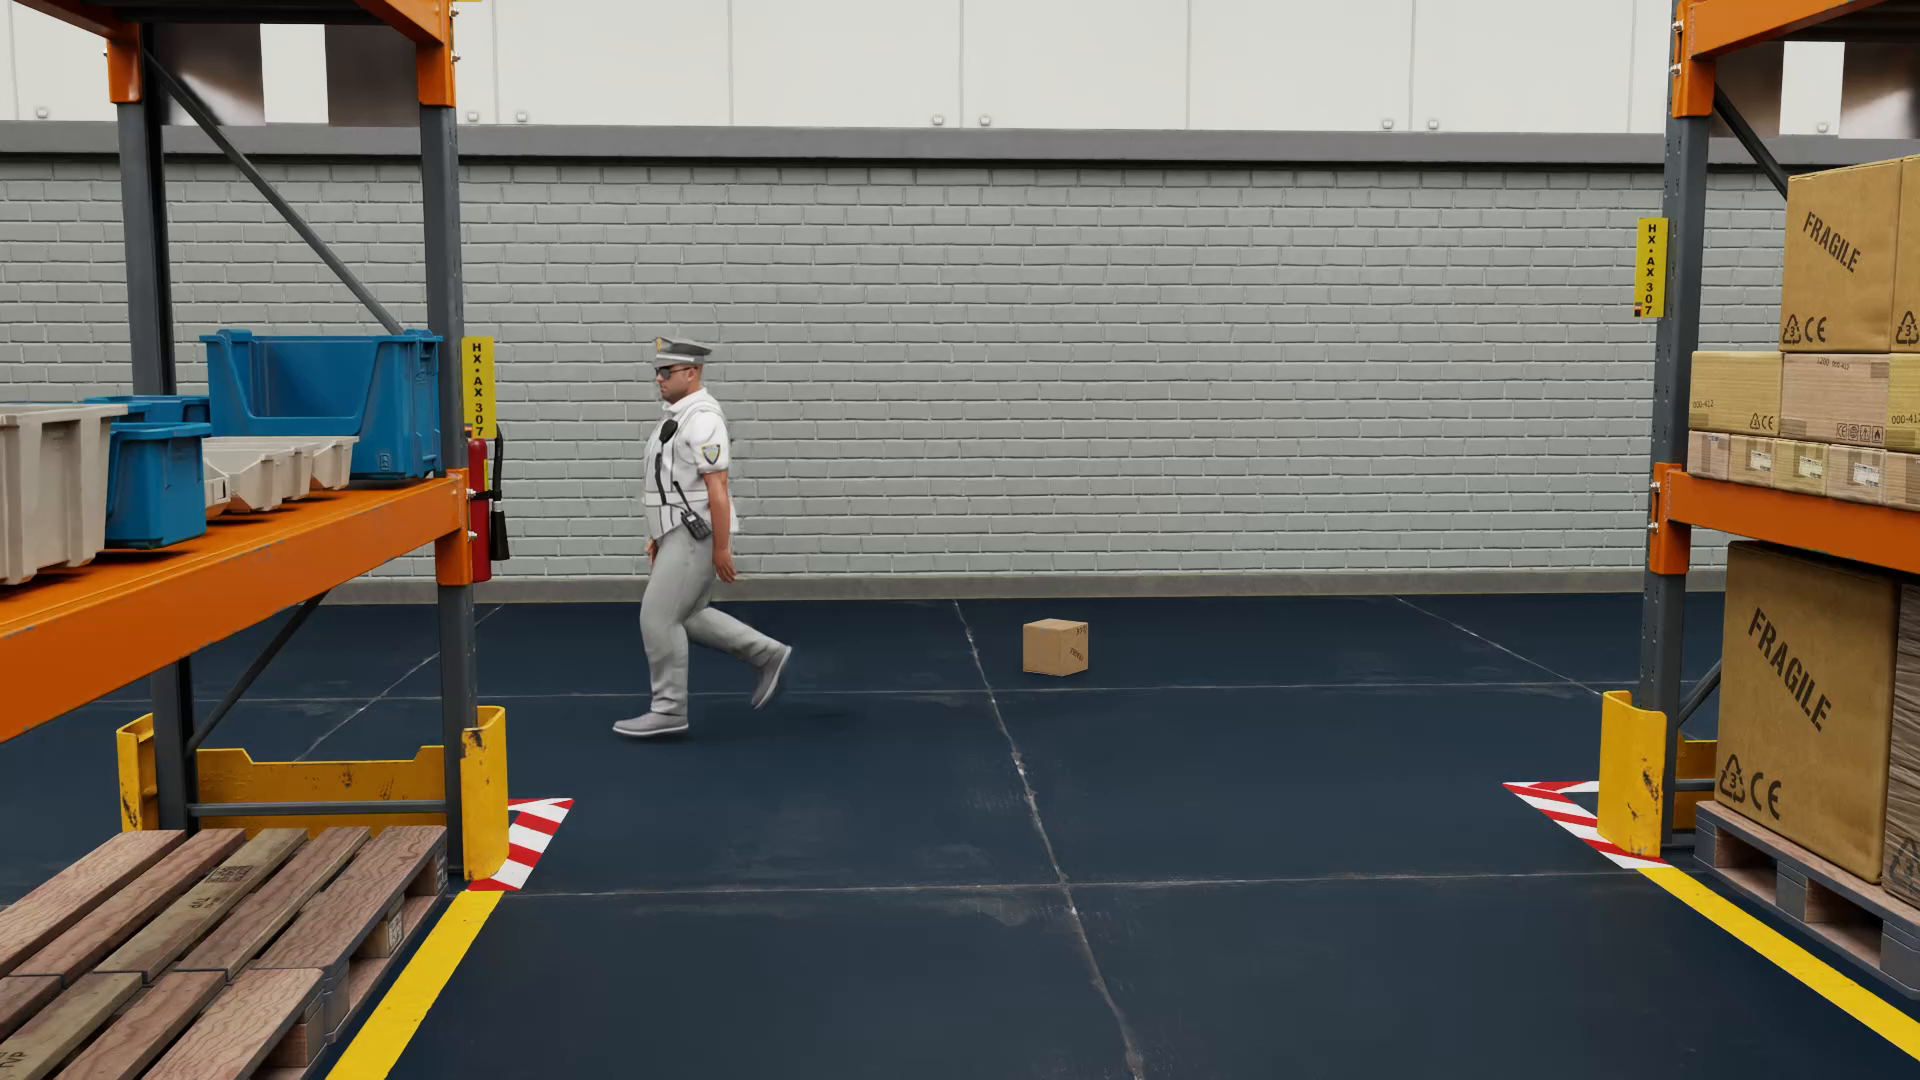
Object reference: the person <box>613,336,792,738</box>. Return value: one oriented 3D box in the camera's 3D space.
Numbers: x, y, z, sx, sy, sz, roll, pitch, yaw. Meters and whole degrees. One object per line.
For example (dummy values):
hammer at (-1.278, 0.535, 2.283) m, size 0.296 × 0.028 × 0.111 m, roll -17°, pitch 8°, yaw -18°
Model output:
person at (-1.131, -0.029, 7.309) m, size 0.840 × 1.721 × 0.538 m, roll -2°, pitch 7°, yaw -19°
